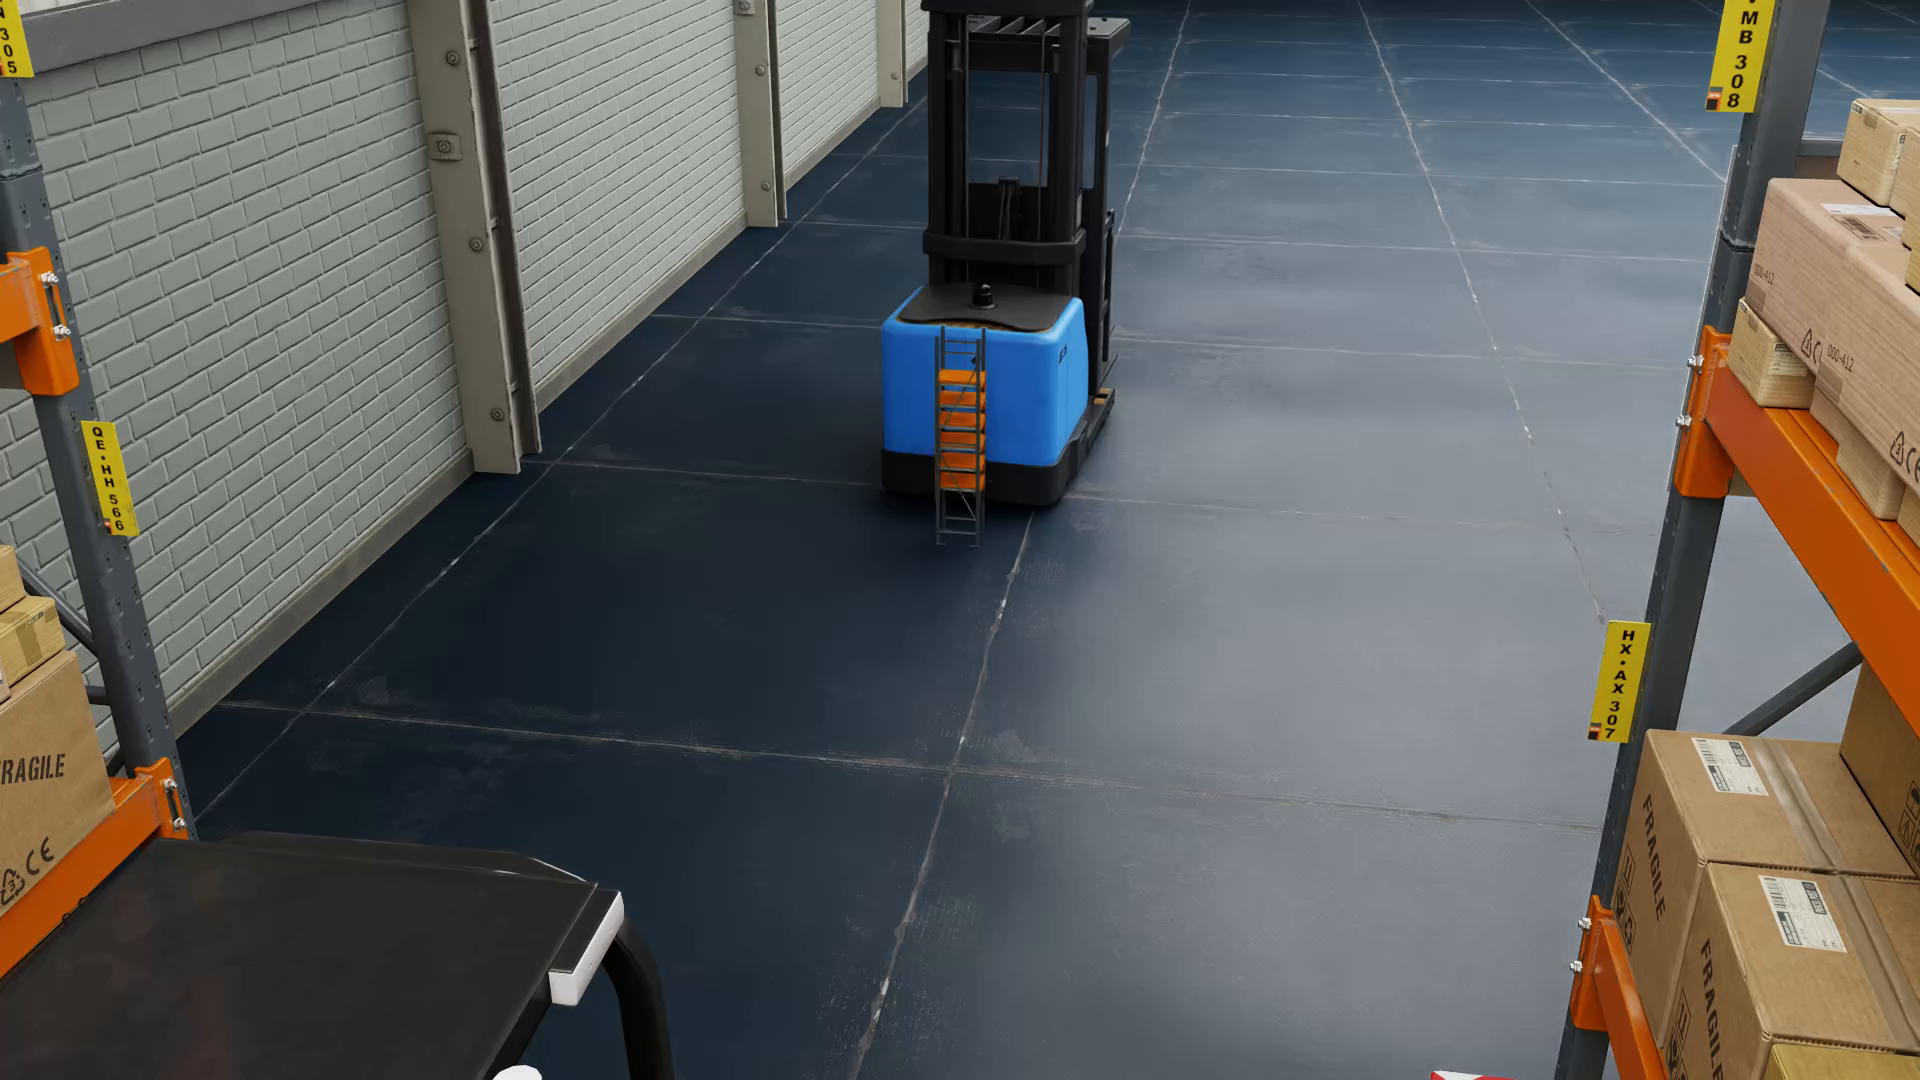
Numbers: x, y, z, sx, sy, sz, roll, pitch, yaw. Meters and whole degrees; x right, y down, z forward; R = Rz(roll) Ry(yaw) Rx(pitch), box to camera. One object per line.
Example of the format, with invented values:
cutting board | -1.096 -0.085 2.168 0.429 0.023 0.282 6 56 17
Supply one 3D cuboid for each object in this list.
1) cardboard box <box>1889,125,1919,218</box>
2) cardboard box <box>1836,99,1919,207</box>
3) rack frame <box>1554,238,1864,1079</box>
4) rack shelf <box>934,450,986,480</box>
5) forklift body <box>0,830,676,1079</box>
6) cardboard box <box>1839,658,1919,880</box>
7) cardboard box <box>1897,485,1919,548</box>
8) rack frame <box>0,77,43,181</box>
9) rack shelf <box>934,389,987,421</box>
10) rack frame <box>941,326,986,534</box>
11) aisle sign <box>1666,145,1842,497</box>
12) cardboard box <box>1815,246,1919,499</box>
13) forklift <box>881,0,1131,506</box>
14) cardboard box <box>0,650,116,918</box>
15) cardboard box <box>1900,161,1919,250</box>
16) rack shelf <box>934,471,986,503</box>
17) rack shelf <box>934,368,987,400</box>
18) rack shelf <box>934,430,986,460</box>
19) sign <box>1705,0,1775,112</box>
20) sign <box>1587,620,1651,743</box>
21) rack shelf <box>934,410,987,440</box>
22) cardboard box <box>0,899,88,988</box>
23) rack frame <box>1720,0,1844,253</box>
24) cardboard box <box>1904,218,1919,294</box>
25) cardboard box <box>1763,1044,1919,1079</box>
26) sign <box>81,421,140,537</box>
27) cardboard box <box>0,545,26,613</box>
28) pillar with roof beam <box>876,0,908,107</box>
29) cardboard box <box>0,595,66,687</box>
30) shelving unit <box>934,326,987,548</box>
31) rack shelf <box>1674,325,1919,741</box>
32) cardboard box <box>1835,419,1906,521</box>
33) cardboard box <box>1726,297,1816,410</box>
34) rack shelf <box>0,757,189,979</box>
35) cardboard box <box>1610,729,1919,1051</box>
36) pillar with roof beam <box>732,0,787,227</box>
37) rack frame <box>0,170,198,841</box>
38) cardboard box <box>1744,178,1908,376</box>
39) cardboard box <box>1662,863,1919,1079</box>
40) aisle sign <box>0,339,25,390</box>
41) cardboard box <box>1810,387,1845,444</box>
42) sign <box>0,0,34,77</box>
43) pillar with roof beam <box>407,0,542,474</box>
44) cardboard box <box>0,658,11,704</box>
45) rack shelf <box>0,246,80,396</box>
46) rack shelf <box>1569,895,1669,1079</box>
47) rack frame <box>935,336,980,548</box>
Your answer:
cardboard box | 1.824 -0.595 2.800 0.380 0.149 0.250 4 25 8
cardboard box | 1.849 -0.702 3.028 0.380 0.149 0.250 4 25 8
rack frame | 2.109 0.770 4.067 1.000 3.000 0.127 4 25 9
rack shelf | 0.002 -0.401 9.078 0.258 0.103 0.180 4 25 9
forklift body | -1.299 1.731 3.014 2.313 2.155 1.214 4 25 9
cardboard box | 2.241 0.366 3.282 0.700 0.500 0.500 3 25 7
cardboard box | 1.686 -0.029 2.532 0.380 0.149 0.250 4 25 8
rack frame | -2.789 -2.290 3.527 1.000 3.000 0.127 4 25 9
rack shelf | 0.002 -0.727 8.926 0.258 0.103 0.180 4 25 9
rack frame | 0.017 -0.588 9.090 0.240 1.200 0.006 4 25 9
aisle sign | 1.813 -0.455 3.617 0.394 0.787 0.004 4 25 9
cardboard box | 1.672 -0.254 2.541 0.500 0.250 0.500 4 25 8
forklift | 0.409 -2.124 10.330 1.130 2.935 3.031 6 26 13
cardboard box | -2.610 0.606 4.299 0.500 0.500 0.500 3 25 7
cardboard box | 1.722 -0.495 2.586 0.380 0.149 0.250 4 25 8
rack shelf | 0.002 -0.292 9.129 0.258 0.103 0.180 4 25 9
rack shelf | 0.002 -0.835 8.875 0.258 0.103 0.180 4 25 9
rack shelf | 0.002 -0.509 9.027 0.258 0.103 0.180 4 25 9
sign | 1.573 -1.022 3.326 0.100 0.325 0.005 4 25 9
sign | 1.573 0.340 3.964 0.100 0.325 0.005 4 25 9
rack shelf | 0.002 -0.618 8.977 0.258 0.103 0.180 4 25 9
cardboard box | -2.556 1.244 4.623 0.500 0.250 0.500 5 26 10
rack frame | 2.109 -1.947 2.795 1.000 3.000 0.127 4 25 9
cardboard box | 1.608 -0.395 2.373 0.380 0.149 0.250 4 25 8
cardboard box | 1.594 1.199 2.682 0.500 0.500 0.500 4 25 7
sign | -2.256 -0.161 4.410 0.100 0.325 0.005 4 25 9
cardboard box | -2.639 0.118 4.225 0.380 0.149 0.250 4 25 9
pillar with roof beam | 3.397 -9.291 18.484 9.100 9.000 0.400 4 25 9
cardboard box | -2.569 0.253 4.288 0.380 0.149 0.250 4 25 9
shelving unit | 0.002 -0.549 9.009 0.258 1.200 0.189 4 25 9
rack shelf | 1.782 0.574 1.797 1.077 0.370 4.000 4 25 9
cardboard box | 1.703 -0.134 2.756 0.380 0.149 0.250 5 25 10
cardboard box | 1.734 -0.359 3.236 0.380 0.149 0.250 4 25 9
rack shelf | -3.116 1.590 3.164 1.077 0.370 4.000 4 25 9
cardboard box | 1.758 0.769 3.601 0.500 0.500 0.500 4 25 8
pillar with roof beam | 2.416 -6.781 13.123 9.100 9.000 0.400 4 25 9
rack frame | -2.789 0.428 4.798 1.000 3.000 0.127 4 25 9
cardboard box | 1.764 -0.464 2.990 0.500 0.250 0.500 4 25 8
cardboard box | 1.676 0.986 3.137 0.500 0.500 0.500 5 26 10
aisle sign | -2.488 -0.757 4.262 0.394 0.787 0.004 4 25 9
cardboard box | 1.780 -0.243 2.988 0.380 0.149 0.250 3 25 7
sign | -2.256 -1.253 3.899 0.100 0.325 0.005 4 25 9
pillar with roof beam | 1.436 -4.272 7.762 9.100 9.000 0.400 4 25 9
cardboard box | -2.582 0.362 4.056 0.380 0.149 0.250 4 25 9
rack shelf | -3.116 0.231 2.528 1.077 0.370 4.000 4 25 9
rack shelf | 1.782 1.932 2.432 1.077 0.370 4.000 4 25 9
rack frame | -0.013 -0.511 8.927 0.240 1.200 0.006 4 25 9
